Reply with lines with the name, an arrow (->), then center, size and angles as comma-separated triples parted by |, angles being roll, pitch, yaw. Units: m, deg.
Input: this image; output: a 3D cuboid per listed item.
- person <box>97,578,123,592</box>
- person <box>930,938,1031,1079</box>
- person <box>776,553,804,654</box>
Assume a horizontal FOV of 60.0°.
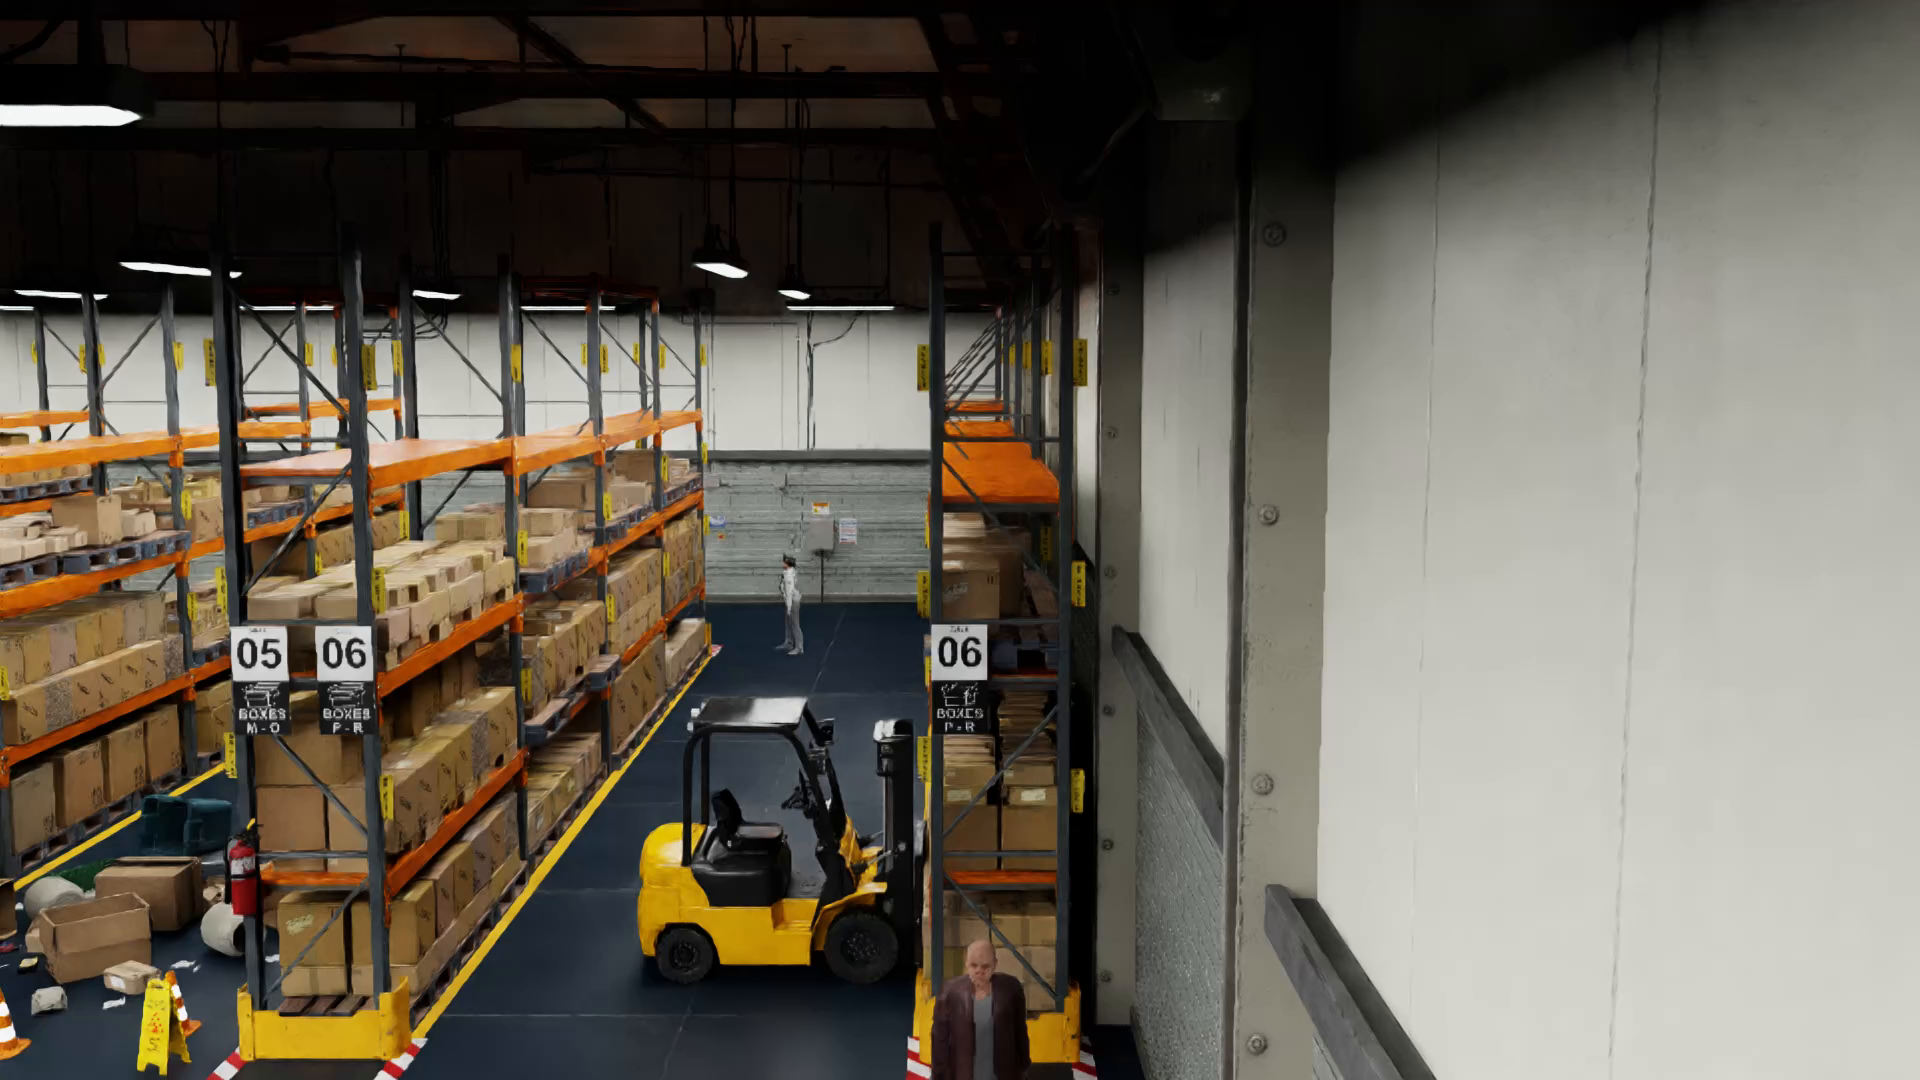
person -> -15.116, 0.855, 29.577 | 0.565, 1.709, 0.733 | 5, 8, 37
person -> 0.123, 3.165, 9.829 | 0.598, 1.698, 1.193 | 0, 7, 2
person -> -2.878, 1.055, 28.011 | 0.489, 1.675, 0.657 | 0, 7, -2
